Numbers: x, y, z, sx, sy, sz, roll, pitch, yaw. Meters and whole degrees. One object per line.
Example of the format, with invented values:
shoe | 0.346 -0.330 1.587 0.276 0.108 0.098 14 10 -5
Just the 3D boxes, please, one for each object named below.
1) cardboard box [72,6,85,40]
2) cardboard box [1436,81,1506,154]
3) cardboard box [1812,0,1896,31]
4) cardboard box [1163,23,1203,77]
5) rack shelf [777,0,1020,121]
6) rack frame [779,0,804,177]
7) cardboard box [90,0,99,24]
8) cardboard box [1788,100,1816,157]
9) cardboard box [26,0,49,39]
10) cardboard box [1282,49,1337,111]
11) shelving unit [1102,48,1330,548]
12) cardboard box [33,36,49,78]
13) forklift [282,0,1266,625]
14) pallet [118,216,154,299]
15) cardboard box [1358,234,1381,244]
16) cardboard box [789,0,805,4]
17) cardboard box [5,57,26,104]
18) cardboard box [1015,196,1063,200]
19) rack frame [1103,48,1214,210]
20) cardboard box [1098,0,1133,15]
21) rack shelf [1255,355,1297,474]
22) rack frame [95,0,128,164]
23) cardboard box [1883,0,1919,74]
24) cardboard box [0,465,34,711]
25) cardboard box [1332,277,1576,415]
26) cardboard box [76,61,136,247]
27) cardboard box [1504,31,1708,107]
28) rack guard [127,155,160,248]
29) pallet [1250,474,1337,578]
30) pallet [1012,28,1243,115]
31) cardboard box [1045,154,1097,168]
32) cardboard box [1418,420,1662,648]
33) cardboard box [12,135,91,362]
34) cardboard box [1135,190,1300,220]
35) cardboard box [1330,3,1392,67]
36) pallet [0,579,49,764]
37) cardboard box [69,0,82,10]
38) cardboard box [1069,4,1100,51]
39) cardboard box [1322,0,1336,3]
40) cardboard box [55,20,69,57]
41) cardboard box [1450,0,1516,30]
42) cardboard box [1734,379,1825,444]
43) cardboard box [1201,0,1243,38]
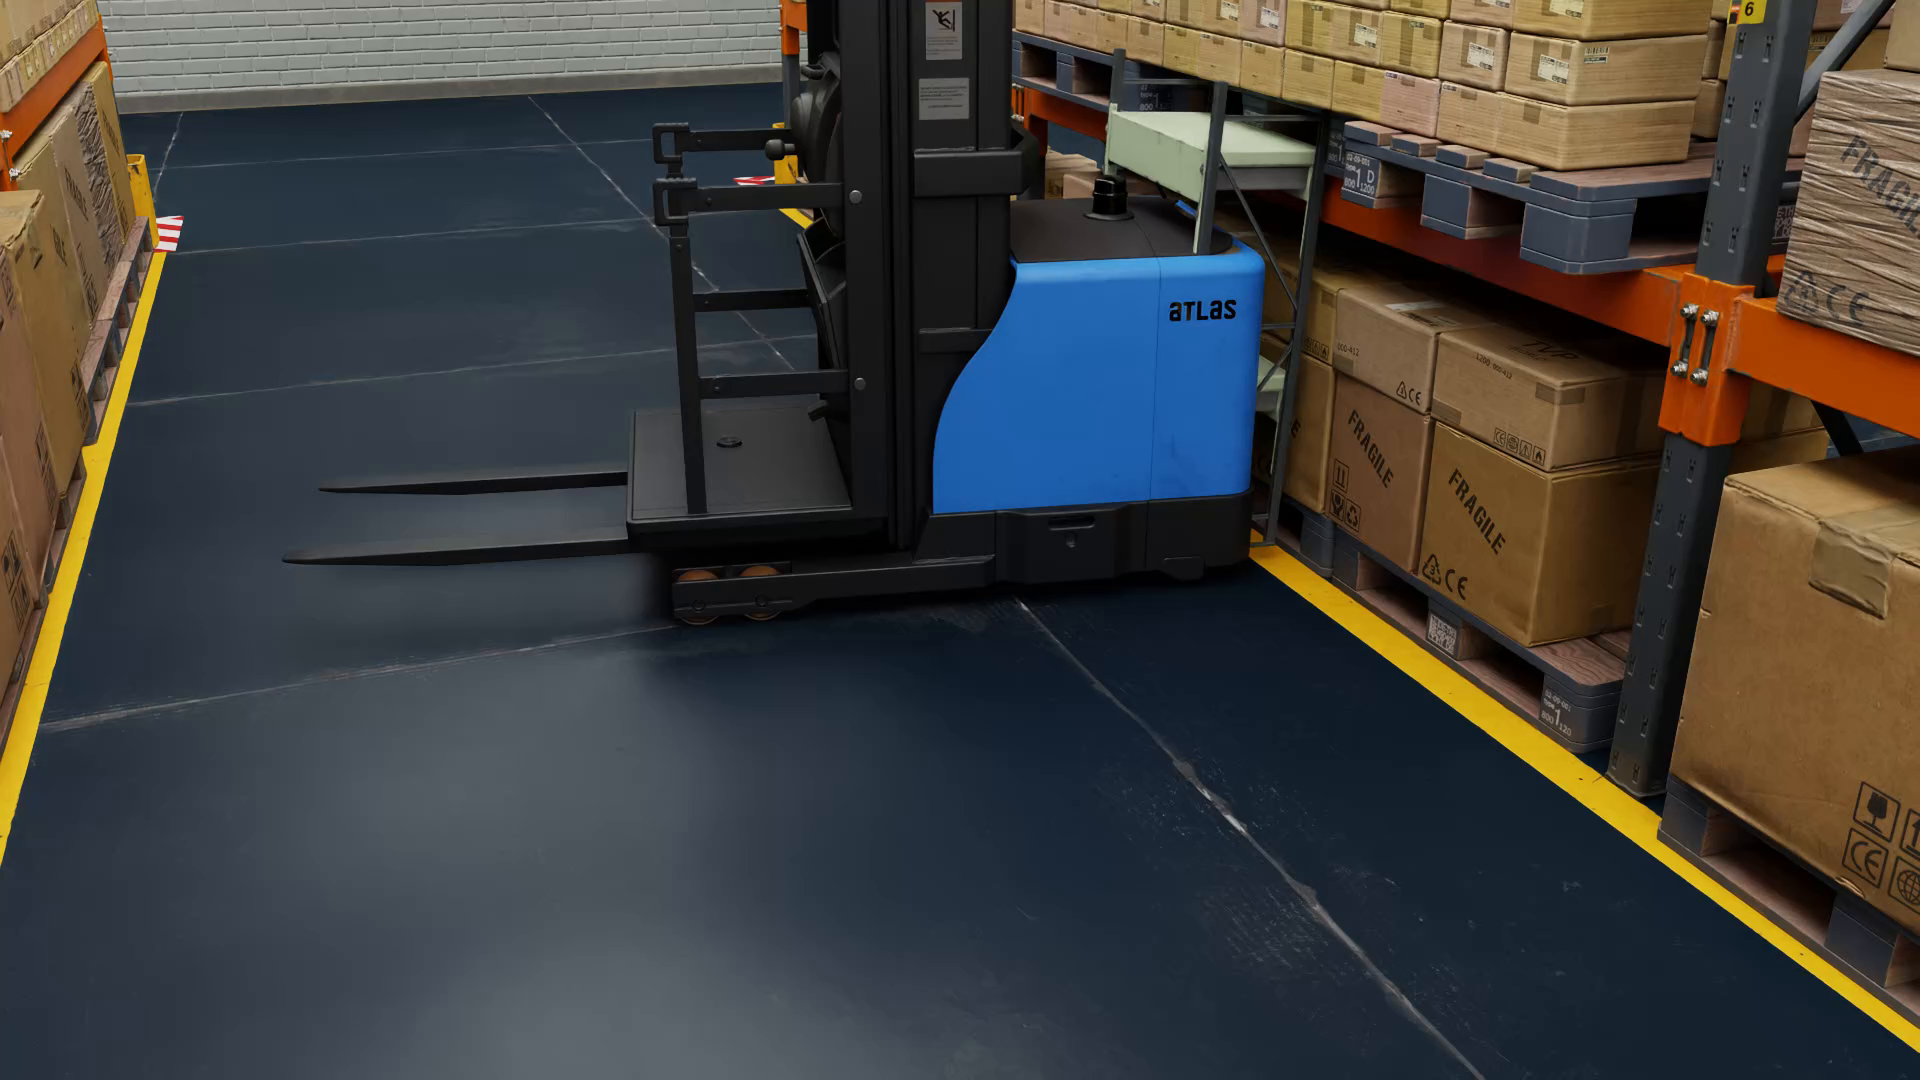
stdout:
cardboard box | -4.646 -2.600 8.380 0.380 0.149 0.250 -8 24 -18
cardboard box | 1.463 -1.098 4.276 0.380 0.149 0.250 -8 24 -19
cardboard box | 2.170 -1.362 4.135 0.380 0.149 0.250 -8 24 -19
cardboard box | 0.915 -1.665 5.621 0.380 0.149 0.250 -9 24 -20
rack shelf | 0.033 -2.662 9.131 1.077 0.370 4.000 -8 24 -19
rack frame | -0.673 -3.720 10.715 1.000 3.000 0.127 -8 24 -19
cardboard box | -4.915 -2.877 9.036 0.380 0.149 0.250 -8 24 -18
cardboard box | 2.184 -1.082 4.237 0.380 0.149 0.250 -9 24 -20
cardboard box | -4.216 -2.267 7.076 0.500 0.250 0.500 -8 24 -18
cardboard box | 1.190 -1.380 4.945 0.380 0.149 0.250 -9 25 -21
shelving unit | 0.777 -0.800 5.505 0.431 1.500 0.755 -5 24 -18
cardboard box | -4.101 -2.040 7.051 0.380 0.149 0.250 -9 24 -20
forklift | -0.616 -1.310 5.084 3.031 2.935 1.130 -4 23 -9
pallet | -4.993 -1.512 9.065 1.003 0.211 1.213 -8 24 -19
cardboard box | 1.609 -1.040 6.067 0.500 0.250 0.500 -9 25 -21
cardboard box | -0.865 -3.442 10.378 0.380 0.149 0.250 -9 24 -19
cardboard box | -3.822 -1.756 6.378 0.380 0.149 0.250 -9 25 -21
cardboard box | 0.371 -1.515 7.845 0.380 0.149 0.250 -8 24 -17
rack frame | 0.659 -0.942 5.822 0.400 1.500 0.023 -5 24 -18
cardboard box | 0.726 -1.994 6.018 0.380 0.149 0.250 -9 25 -21
rack shelf | 0.759 -0.501 5.633 0.431 0.370 0.720 -5 24 -18
rack frame | -5.349 -3.077 9.187 1.000 3.000 0.127 -8 24 -19
cardboard box | 2.302 -1.156 3.214 0.700 0.500 0.500 -8 24 -19
cardboard box | -3.055 0.037 3.995 1.225 0.875 0.875 -8 24 -19
cardboard box | 1.478 -0.595 5.013 0.500 0.250 0.500 -8 24 -18
cardboard box | -5.048 -2.069 8.993 0.875 0.875 0.875 -8 24 -19
cardboard box | 1.553 -1.145 4.005 0.380 0.149 0.250 -8 24 -18
rack guard | -5.357 -1.933 9.694 1.175 0.500 0.348 -8 24 -19
pallet | 1.451 -0.255 6.084 1.003 0.211 1.213 -8 24 -19
pallet | 0.874 -1.881 6.598 1.003 0.211 1.213 -8 24 -19
cardboard box | 0.508 -1.963 8.910 0.380 0.149 0.250 -8 24 -18
cardboard box | 1.676 -0.059 4.705 0.500 0.500 0.500 -8 24 -19
cardboard box | -4.094 -1.088 6.665 0.875 0.875 0.875 -8 24 -19
cardboard box | 0.944 -1.156 6.344 0.500 0.250 0.500 -8 24 -18
cardboard box | 1.273 -1.428 4.677 0.380 0.149 0.250 -8 24 -19
pallet | -3.158 0.376 4.587 1.003 0.211 1.213 -8 24 -19
cardboard box | -4.751 -2.821 8.390 0.500 0.250 0.500 -9 24 -20
cardboard box | 0.637 -1.947 6.291 0.380 0.149 0.250 -8 24 -19
cardboard box | 1.194 -1.652 4.825 0.380 0.149 0.250 -8 24 -19
cardboard box | -4.375 -2.321 7.719 0.380 0.149 0.250 -8 24 -18
cardboard box | 1.464 -1.372 4.161 0.380 0.149 0.250 -9 24 -20
cardboard box | 2.136 -0.485 4.750 0.500 0.250 0.500 -9 25 -21
cardboard box | 1.003 -1.708 5.339 0.380 0.149 0.250 -9 24 -20
